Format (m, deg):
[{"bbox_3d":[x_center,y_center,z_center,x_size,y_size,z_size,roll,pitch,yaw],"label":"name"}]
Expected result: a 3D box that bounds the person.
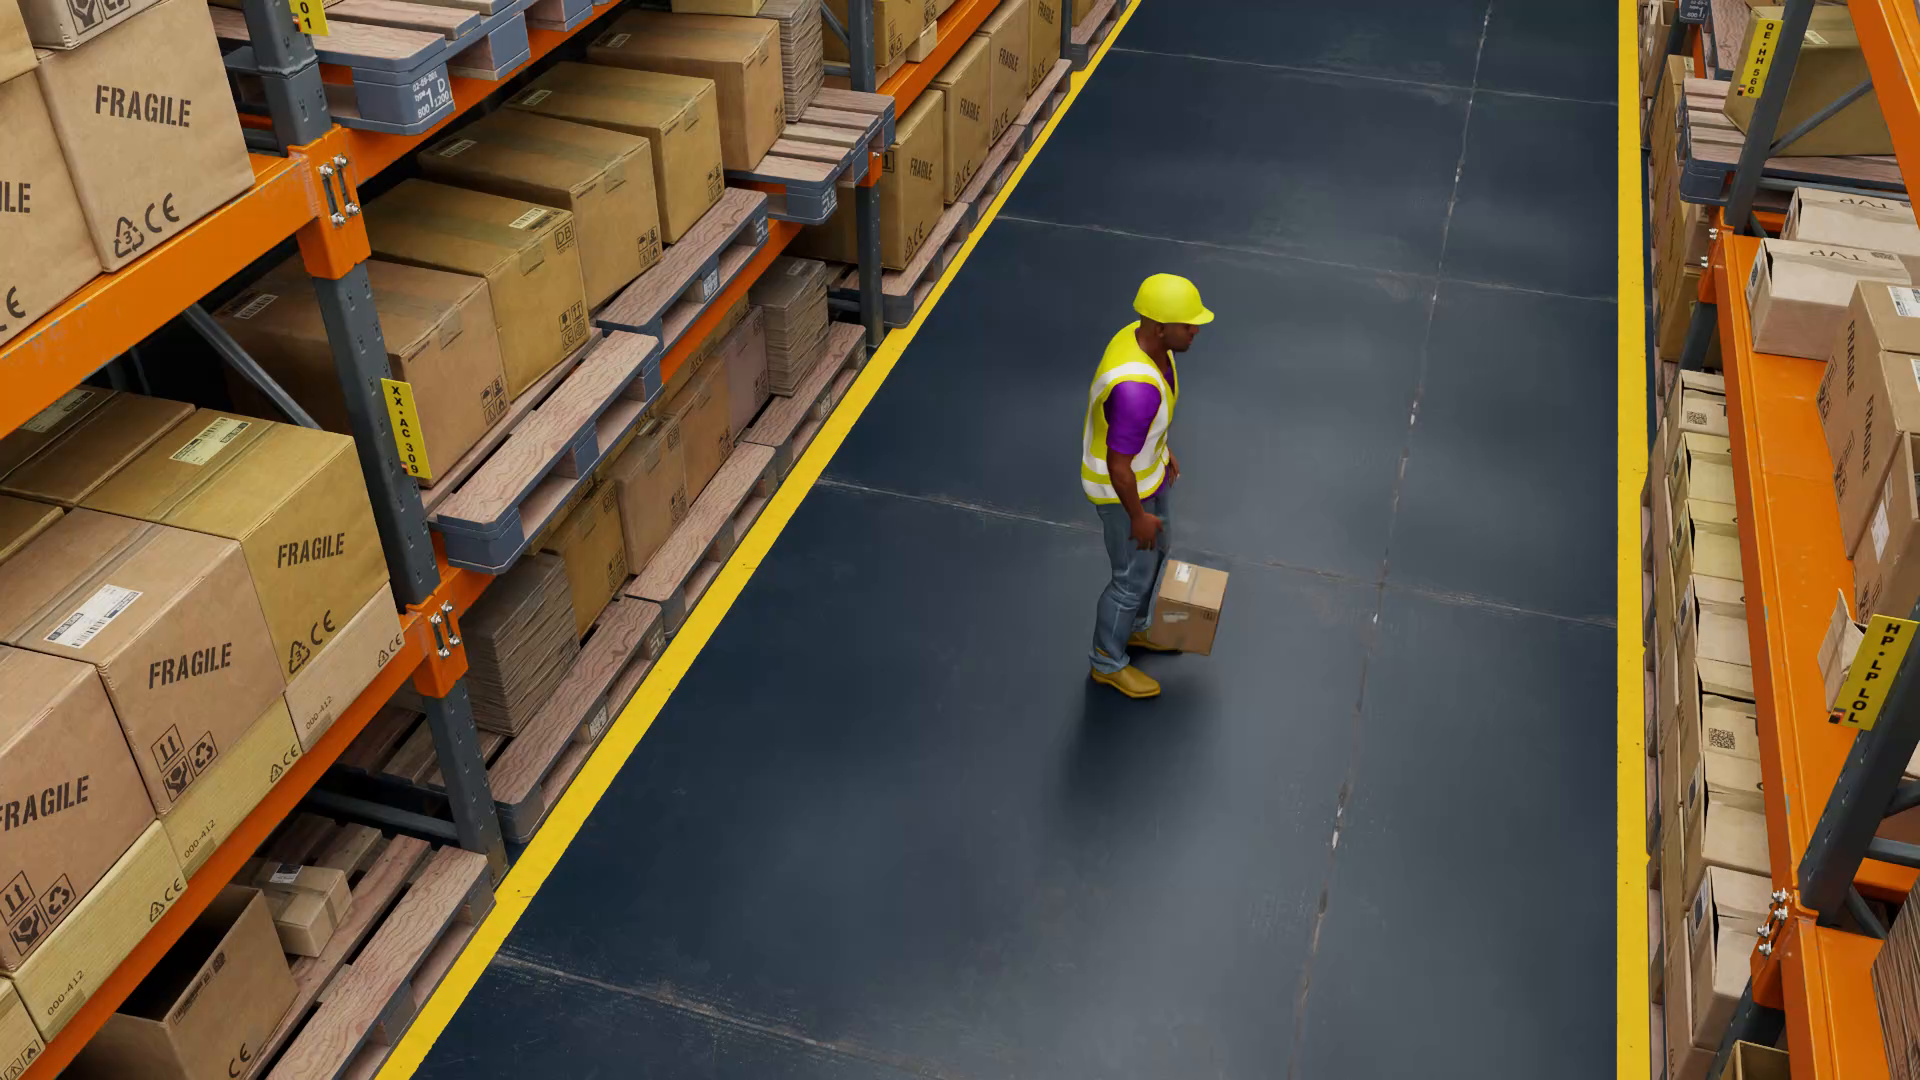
[{"bbox_3d":[0.699,-0.229,6.438,0.457,1.763,0.601,10,38,12],"label":"person"}]
